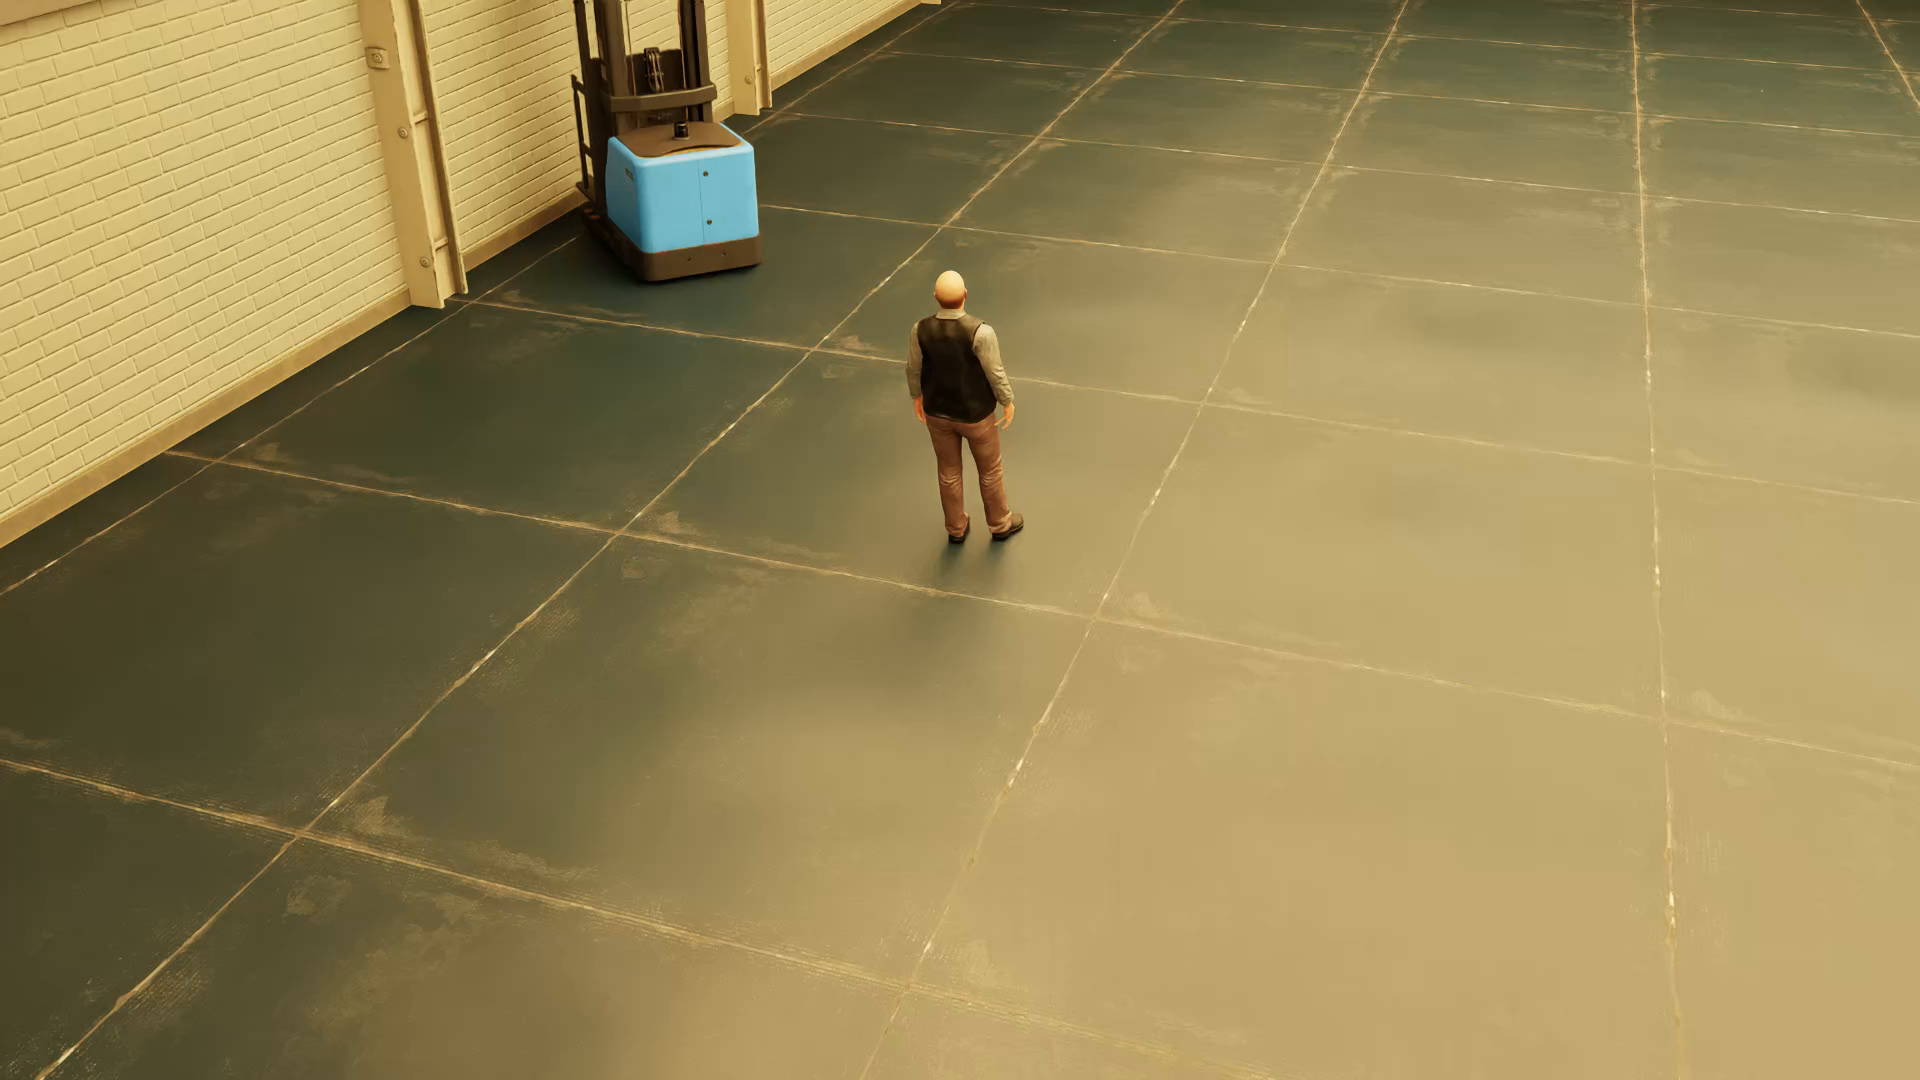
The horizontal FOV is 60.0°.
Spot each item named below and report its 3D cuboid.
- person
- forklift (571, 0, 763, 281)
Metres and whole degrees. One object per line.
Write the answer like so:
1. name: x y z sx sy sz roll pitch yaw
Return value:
1. person: 0.027 -0.783 9.716 0.634 1.722 0.566 10 31 16
2. forklift: -2.787 -4.111 14.348 1.130 2.935 3.031 -14 33 -23
